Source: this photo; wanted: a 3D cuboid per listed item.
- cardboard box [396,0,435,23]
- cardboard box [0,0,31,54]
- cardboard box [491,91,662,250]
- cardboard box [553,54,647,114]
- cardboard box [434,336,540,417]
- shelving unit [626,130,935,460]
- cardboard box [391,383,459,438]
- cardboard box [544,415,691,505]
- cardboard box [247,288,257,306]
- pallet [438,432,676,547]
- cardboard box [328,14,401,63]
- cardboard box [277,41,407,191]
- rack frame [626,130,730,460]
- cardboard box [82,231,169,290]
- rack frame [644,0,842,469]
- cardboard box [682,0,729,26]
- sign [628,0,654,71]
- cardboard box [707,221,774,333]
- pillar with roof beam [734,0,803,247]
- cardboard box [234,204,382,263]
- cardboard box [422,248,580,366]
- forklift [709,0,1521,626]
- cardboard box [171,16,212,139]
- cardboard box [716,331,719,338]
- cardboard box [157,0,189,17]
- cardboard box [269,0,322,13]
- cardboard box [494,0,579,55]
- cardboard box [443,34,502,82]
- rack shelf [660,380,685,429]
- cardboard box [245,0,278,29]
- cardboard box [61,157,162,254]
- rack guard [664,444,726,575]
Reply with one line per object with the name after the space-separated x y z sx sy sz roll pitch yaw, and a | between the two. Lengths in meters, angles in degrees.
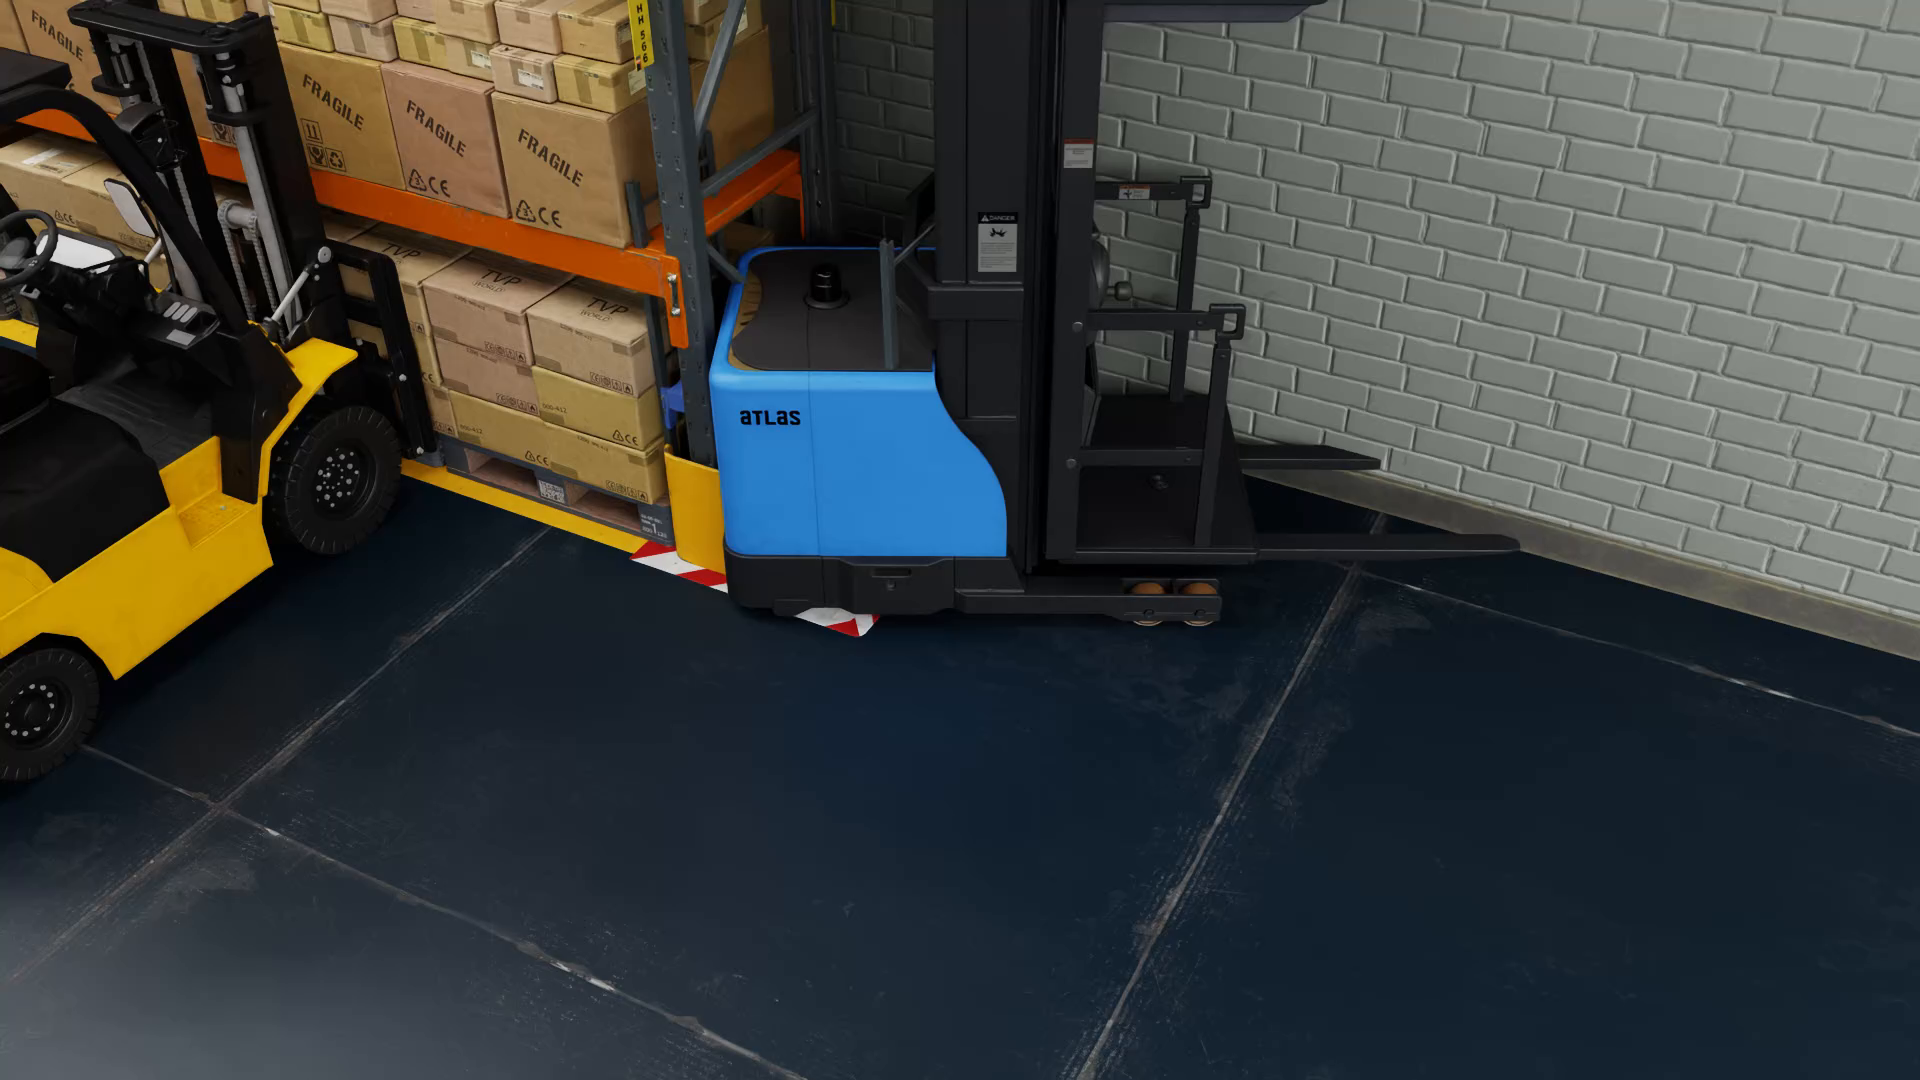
-1.841 -2.026 6.073 0.250 0.149 0.380 18 41 22 | cardboard box
-4.039 -2.292 7.206 0.500 0.500 0.500 16 40 20 | cardboard box
-1.319 -1.439 6.082 0.500 0.500 0.500 16 40 21 | cardboard box
-1.198 -1.647 5.820 0.250 0.149 0.380 18 41 22 | cardboard box
-1.777 -0.787 6.820 0.500 0.250 0.500 17 40 21 | cardboard box
-0.581 -0.657 6.276 1.048 1.500 0.538 17 42 21 | shelving unit
-2.201 -0.724 7.149 0.500 0.250 0.500 18 41 22 | cardboard box
-1.323 -0.436 6.771 0.500 0.250 0.500 18 41 22 | cardboard box
-2.688 -1.061 7.180 0.500 0.250 0.500 17 40 21 | cardboard box
-1.459 -0.483 7.211 1.213 0.211 1.003 17 41 21 | pallet
-2.114 -1.932 6.195 0.250 0.149 0.380 16 40 20 | cardboard box
-2.230 -1.731 6.466 0.500 0.500 0.500 17 40 21 | cardboard box
-1.034 -0.793 6.461 0.032 1.500 0.500 17 42 21 | rack frame
-3.577 -1.348 7.558 0.500 0.250 0.500 17 40 21 | cardboard box
-0.761 -1.403 6.118 0.127 3.000 1.000 17 41 21 | rack frame
-0.961 -2.028 6.076 0.250 0.149 0.380 17 40 21 | cardboard box
-1.023 -1.671 5.317 0.005 0.325 0.100 17 41 21 | sign
-1.101 -1.109 6.830 0.500 0.250 0.500 17 40 21 | cardboard box
-2.945 -2.159 2.152 0.400 9.000 9.100 17 41 21 | pillar with roof beam
-2.669 -1.253 7.020 0.500 0.250 0.500 17 40 21 | cardboard box
-1.769 -0.973 6.651 0.500 0.250 0.500 18 41 22 | cardboard box
0.628 -1.165 5.860 3.031 2.935 1.130 0 37 0 | forklift
-3.119 -2.016 6.842 0.500 0.500 0.500 17 40 21 | cardboard box
-1.083 -0.917 6.990 0.500 0.250 0.500 18 41 22 | cardboard box
-3.027 -2.213 6.565 0.250 0.149 0.380 16 40 20 | cardboard box
-2.355 -2.108 6.180 0.250 0.149 0.380 18 41 22 | cardboard box
-1.409 -1.858 5.852 0.250 0.149 0.380 17 41 22 | cardboard box
-1.641 -1.808 6.031 0.250 0.149 0.380 18 41 22 | cardboard box
-0.578 -0.515 6.387 1.000 0.185 0.538 17 42 21 | rack shelf
-2.528 -2.109 6.428 0.250 0.149 0.380 17 40 21 | cardboard box
-3.578 -1.535 7.392 0.500 0.250 0.500 17 41 22 | cardboard box
-0.740 -0.401 6.865 0.348 0.500 1.175 17 41 21 | rack guard
